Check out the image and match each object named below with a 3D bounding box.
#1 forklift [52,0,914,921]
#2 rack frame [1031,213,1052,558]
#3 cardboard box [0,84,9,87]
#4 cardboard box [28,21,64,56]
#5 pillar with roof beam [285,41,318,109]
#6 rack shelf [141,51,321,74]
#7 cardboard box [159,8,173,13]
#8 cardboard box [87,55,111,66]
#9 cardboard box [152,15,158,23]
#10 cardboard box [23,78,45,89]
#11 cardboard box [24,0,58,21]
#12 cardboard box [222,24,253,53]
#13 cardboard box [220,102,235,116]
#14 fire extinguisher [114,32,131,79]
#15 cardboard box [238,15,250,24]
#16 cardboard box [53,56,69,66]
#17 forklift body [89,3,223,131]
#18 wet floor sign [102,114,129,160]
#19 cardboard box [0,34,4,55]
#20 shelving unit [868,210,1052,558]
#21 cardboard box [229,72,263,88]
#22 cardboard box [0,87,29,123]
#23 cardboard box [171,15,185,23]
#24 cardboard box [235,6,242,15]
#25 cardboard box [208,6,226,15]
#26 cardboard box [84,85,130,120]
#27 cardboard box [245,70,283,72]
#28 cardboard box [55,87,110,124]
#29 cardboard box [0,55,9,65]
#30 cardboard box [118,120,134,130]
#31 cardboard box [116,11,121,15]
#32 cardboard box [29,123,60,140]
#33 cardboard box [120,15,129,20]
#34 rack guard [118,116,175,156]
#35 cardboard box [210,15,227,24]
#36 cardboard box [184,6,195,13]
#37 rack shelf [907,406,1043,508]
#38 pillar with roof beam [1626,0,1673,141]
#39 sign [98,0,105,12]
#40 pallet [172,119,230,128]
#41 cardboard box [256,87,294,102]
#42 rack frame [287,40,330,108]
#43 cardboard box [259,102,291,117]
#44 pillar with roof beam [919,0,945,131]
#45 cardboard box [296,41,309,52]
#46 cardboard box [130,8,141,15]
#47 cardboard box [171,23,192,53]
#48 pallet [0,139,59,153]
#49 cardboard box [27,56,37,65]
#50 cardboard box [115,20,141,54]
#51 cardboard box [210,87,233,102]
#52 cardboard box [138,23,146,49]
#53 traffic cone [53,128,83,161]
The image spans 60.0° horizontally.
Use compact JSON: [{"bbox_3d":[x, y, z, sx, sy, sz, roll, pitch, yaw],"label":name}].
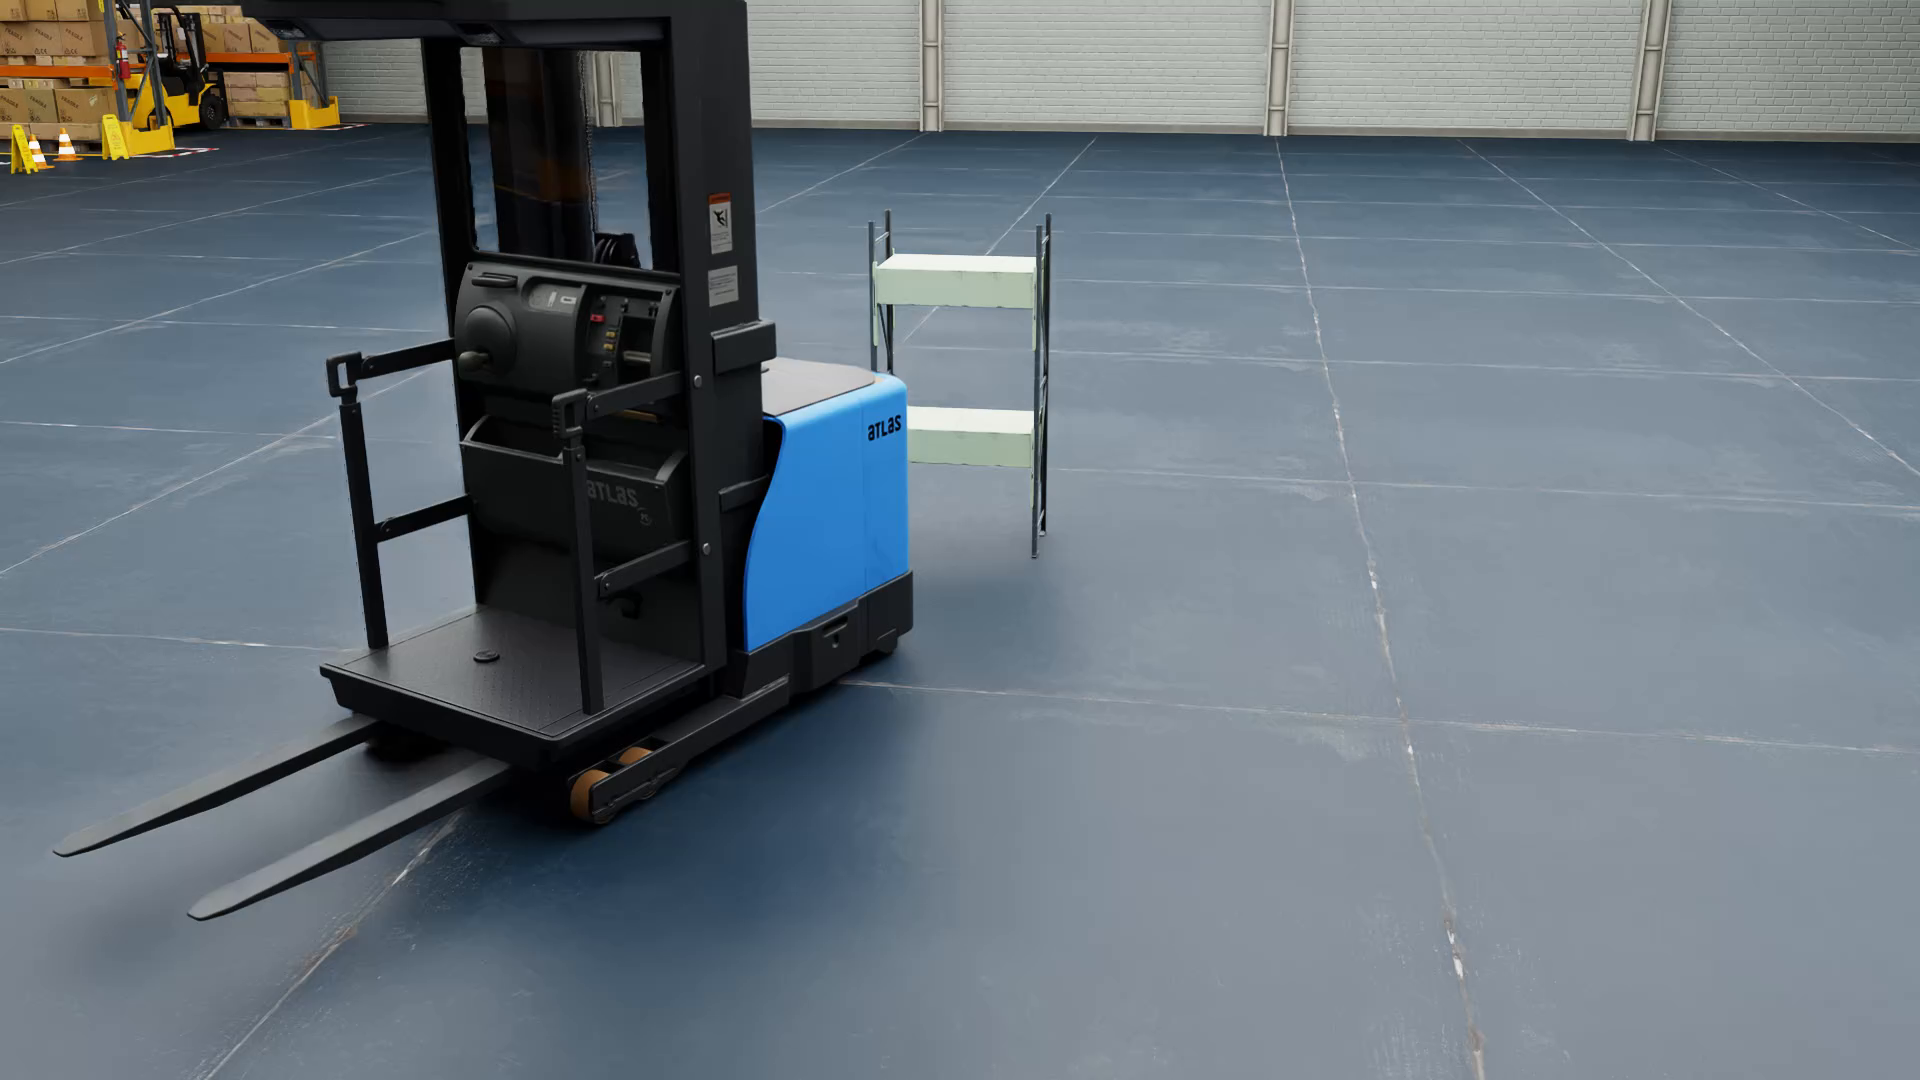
[{"bbox_3d":[-1.398,-0.677,5.206,1.130,2.935,3.031,11,22,31],"label":"forklift"},{"bbox_3d":[0.368,-0.692,7.509,0.023,1.500,0.400,3,19,9],"label":"rack frame"},{"bbox_3d":[-14.897,-6.893,26.166,0.500,0.500,0.500,4,19,12],"label":"cardboard box"},{"bbox_3d":[-13.654,-7.593,25.143,0.500,0.500,0.500,3,19,9],"label":"cardboard box"},{"bbox_3d":[-13.024,-10.806,25.916,0.400,9.000,9.100,3,19,9],"label":"pillar with roof beam"},{"bbox_3d":[-13.772,-8.752,30.365,4.000,0.370,1.077,3,19,9],"label":"rack shelf"},{"bbox_3d":[-14.194,-9.541,29.941,0.250,0.149,0.380,3,19,8],"label":"cardboard box"},{"bbox_3d":[-12.984,-7.270,25.198,0.250,0.149,0.380,4,19,10],"label":"cardboard box"},{"bbox_3d":[-14.465,-9.384,29.941,0.250,0.149,0.380,3,19,8],"label":"cardboard box"},{"bbox_3d":[-14.034,-6.965,25.360,0.250,0.149,0.380,3,19,10],"label":"cardboard box"},{"bbox_3d":[-13.618,-8.085,25.036,0.500,0.500,0.700,3,19,9],"label":"cardboard box"},{"bbox_3d":[-12.835,-9.011,29.849,0.500,0.500,0.500,4,19,10],"label":"cardboard box"},{"bbox_3d":[-13.293,-7.868,30.262,0.500,0.250,0.500,3,19,9],"label":"cardboard box"},{"bbox_3d":[-12.541,-7.250,24.866,0.183,0.674,0.296,3,19,9],"label":"fire extinguisher"},{"bbox_3d":[-12.687,-9.313,29.728,0.250,0.149,0.380,3,19,10],"label":"cardboard box"},{"bbox_3d":[-13.501,-7.267,25.191,0.250,0.149,0.380,3,19,8],"label":"cardboard box"},{"bbox_3d":[-13.959,-8.114,28.662,1.214,2.155,2.313,3,19,9],"label":"forklift body"},{"bbox_3d":[-12.563,-5.976,24.645,0.232,0.644,0.267,10,21,27],"label":"wet floor sign"},{"bbox_3d":[-14.645,-7.651,25.315,0.500,0.500,0.500,3,19,9],"label":"cardboard box"},{"bbox_3d":[0.007,-0.711,7.564,0.755,1.500,0.431,3,19,9],"label":"shelving unit"},{"bbox_3d":[-12.806,-8.311,30.010,0.500,0.250,0.500,3,19,10],"label":"cardboard box"},{"bbox_3d":[-14.426,-6.699,25.587,0.500,0.500,0.500,2,19,7],"label":"cardboard box"},{"bbox_3d":[-13.950,-9.366,29.888,0.250,0.149,0.380,3,19,8],"label":"cardboard box"},{"bbox_3d":[-12.695,-9.448,29.663,0.250,0.149,0.380,3,19,10],"label":"cardboard box"},{"bbox_3d":[-13.204,-9.462,29.705,0.250,0.149,0.380,3,19,10],"label":"cardboard box"},{"bbox_3d":[-13.357,-6.816,25.936,0.500,0.500,0.500,2,19,7],"label":"cardboard box"},{"bbox_3d":[-12.735,-8.469,30.483,0.500,0.250,0.500,3,19,9],"label":"cardboard box"},{"bbox_3d":[-13.413,-6.646,25.429,0.500,0.500,0.500,3,19,9],"label":"cardboard box"},{"bbox_3d":[-14.490,-7.353,25.446,0.250,0.149,0.380,3,19,9],"label":"cardboard box"},{"bbox_3d":[-13.333,-6.459,26.052,0.500,0.250,0.500,3,19,8],"label":"cardboard box"},{"bbox_3d":[-15.203,-9.601,30.122,0.250,0.149,0.380,3,19,9],"label":"cardboard box"},{"bbox_3d":[-13.932,-6.317,25.627,0.500,0.250,0.500,3,19,9],"label":"cardboard box"},{"bbox_3d":[-14.956,-9.433,30.089,0.250,0.149,0.380,3,19,9],"label":"cardboard box"},{"bbox_3d":[-12.656,-6.255,25.710,0.348,0.500,1.175,3,19,9],"label":"rack guard"},{"bbox_3d":[-13.201,-9.327,29.772,0.250,0.149,0.380,2,19,7],"label":"cardboard box"},{"bbox_3d":[-13.700,-9.516,29.866,0.250,0.149,0.380,3,19,9],"label":"cardboard box"},{"bbox_3d":[0.007,-0.402,7.668,0.720,0.370,0.431,3,19,9],"label":"rack shelf"},{"bbox_3d":[10.672,-9.598,22.306,0.400,9.000,9.100,3,19,9],"label":"pillar with roof beam"},{"bbox_3d":[-12.689,-7.963,24.552,0.005,0.325,0.100,3,19,9],"label":"sign"},{"bbox_3d":[-13.760,-7.757,30.654,1.213,0.211,1.003,3,19,9],"label":"pallet"},{"bbox_3d":[-12.327,-8.051,30.021,0.500,0.250,0.500,3,19,8],"label":"cardboard box"},{"bbox_3d":[-11.797,-8.992,29.950,0.127,3.000,1.000,3,19,9],"label":"rack frame"},{"bbox_3d":[-12.311,-7.812,30.095,0.500,0.250,0.500,3,19,9],"label":"cardboard box"},{"bbox_3d":[-1.176,-10.202,24.111,0.400,9.000,9.100,3,19,9],"label":"pillar with roof beam"},{"bbox_3d":[-12.242,-9.151,30.269,0.500,0.500,0.500,4,19,10],"label":"cardboard box"},{"bbox_3d":[-14.715,-9.541,29.941,0.250,0.149,0.380,3,19,10],"label":"cardboard box"},{"bbox_3d":[-13.839,-9.059,29.992,0.500,0.500,0.500,3,19,9],"label":"cardboard box"},{"bbox_3d":[-14.653,-6.232,26.097,1.213,0.211,1.003,3,19,9],"label":"pallet"},{"bbox_3d":[-13.991,-7.328,25.372,0.250,0.149,0.380,3,19,9],"label":"cardboard box"},{"bbox_3d":[-13.004,-7.736,25.570,0.500,0.500,0.500,3,19,8],"label":"cardboard box"},{"bbox_3d":[-13.334,-8.099,30.165,0.500,0.250,0.500,2,19,7],"label":"cardboard box"},{"bbox_3d":[-14.833,-9.116,30.162,0.500,0.500,0.500,3,19,10],"label":"cardboard box"},{"bbox_3d":[-13.210,-5.851,24.562,0.334,0.463,0.336,3,19,9],"label":"traffic cone"}]
